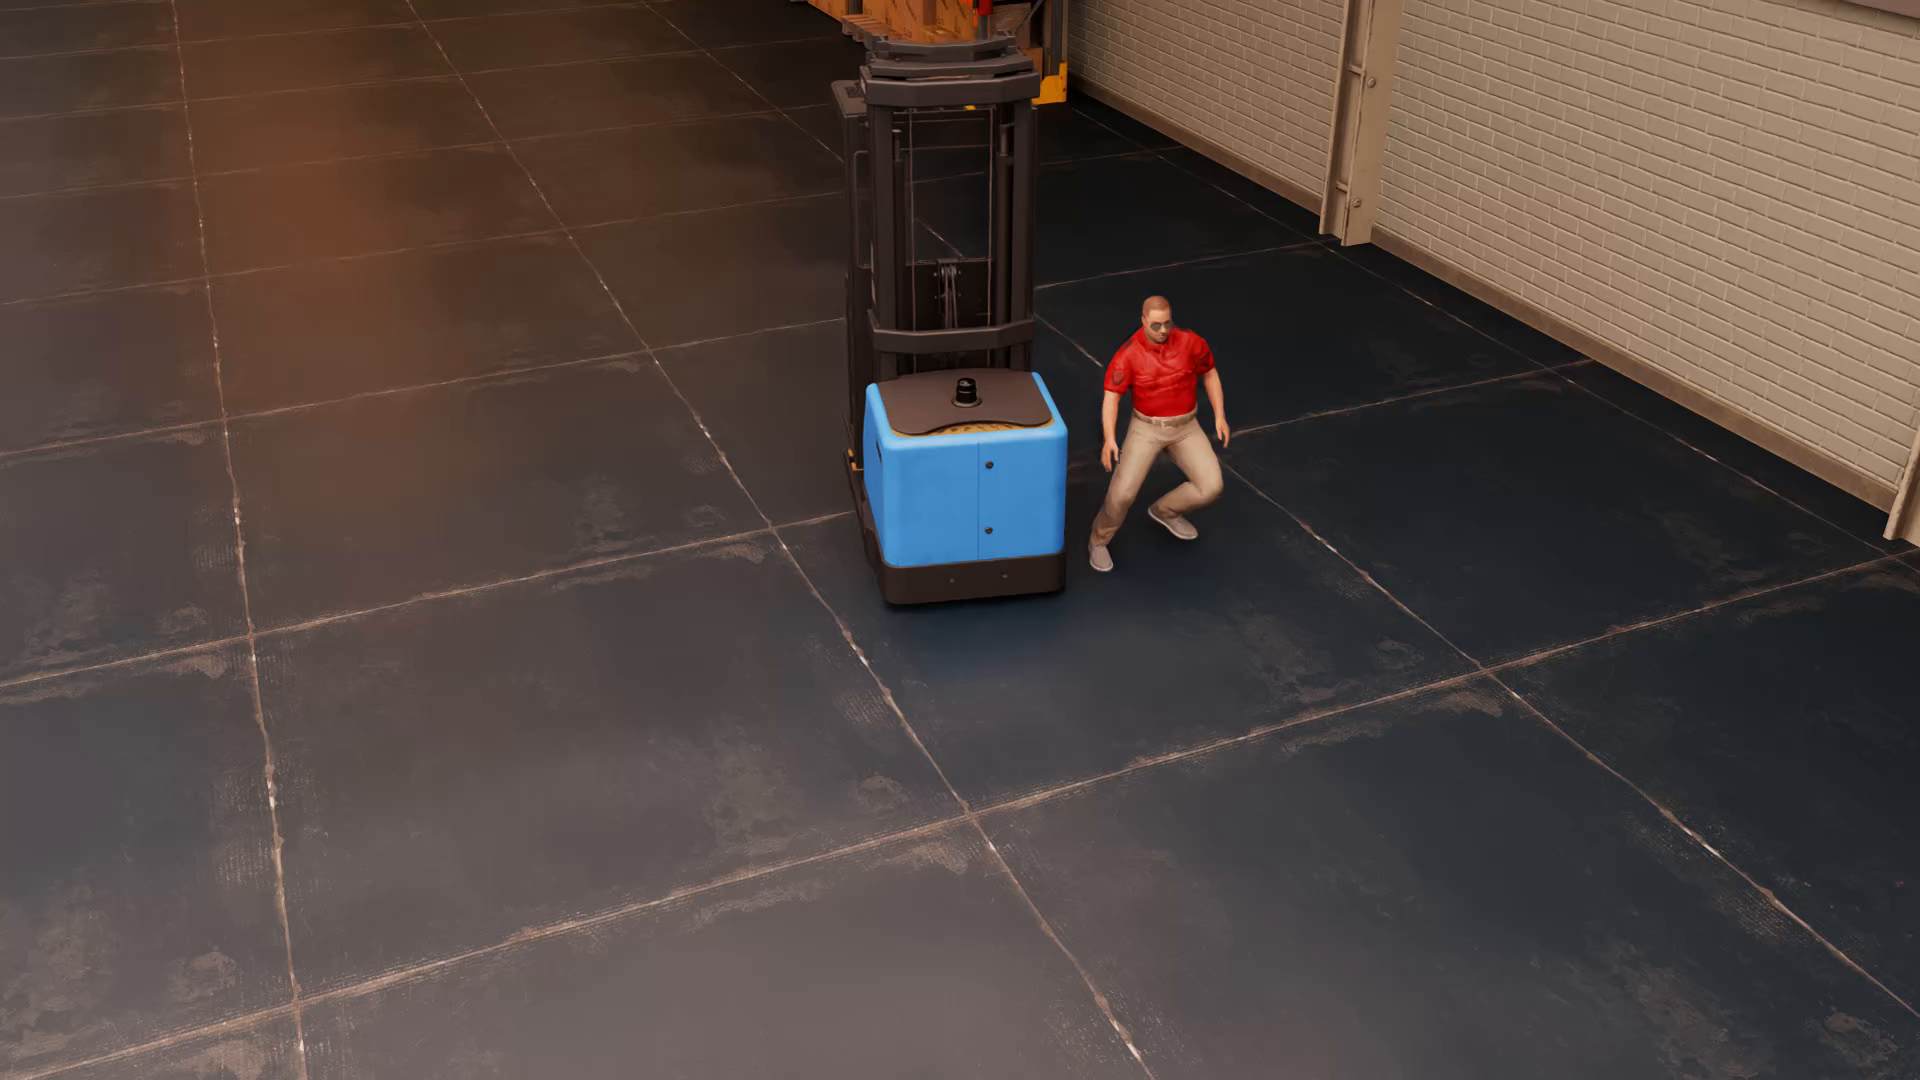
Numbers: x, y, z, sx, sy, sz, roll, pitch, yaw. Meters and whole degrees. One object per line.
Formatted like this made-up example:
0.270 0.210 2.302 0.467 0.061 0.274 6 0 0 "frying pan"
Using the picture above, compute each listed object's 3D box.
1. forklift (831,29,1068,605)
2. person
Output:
-0.152 -1.624 9.960 1.130 2.935 3.031 -5 30 -8 "forklift"
1.156 -0.598 9.515 0.794 1.593 0.620 -3 30 -5 "person"
